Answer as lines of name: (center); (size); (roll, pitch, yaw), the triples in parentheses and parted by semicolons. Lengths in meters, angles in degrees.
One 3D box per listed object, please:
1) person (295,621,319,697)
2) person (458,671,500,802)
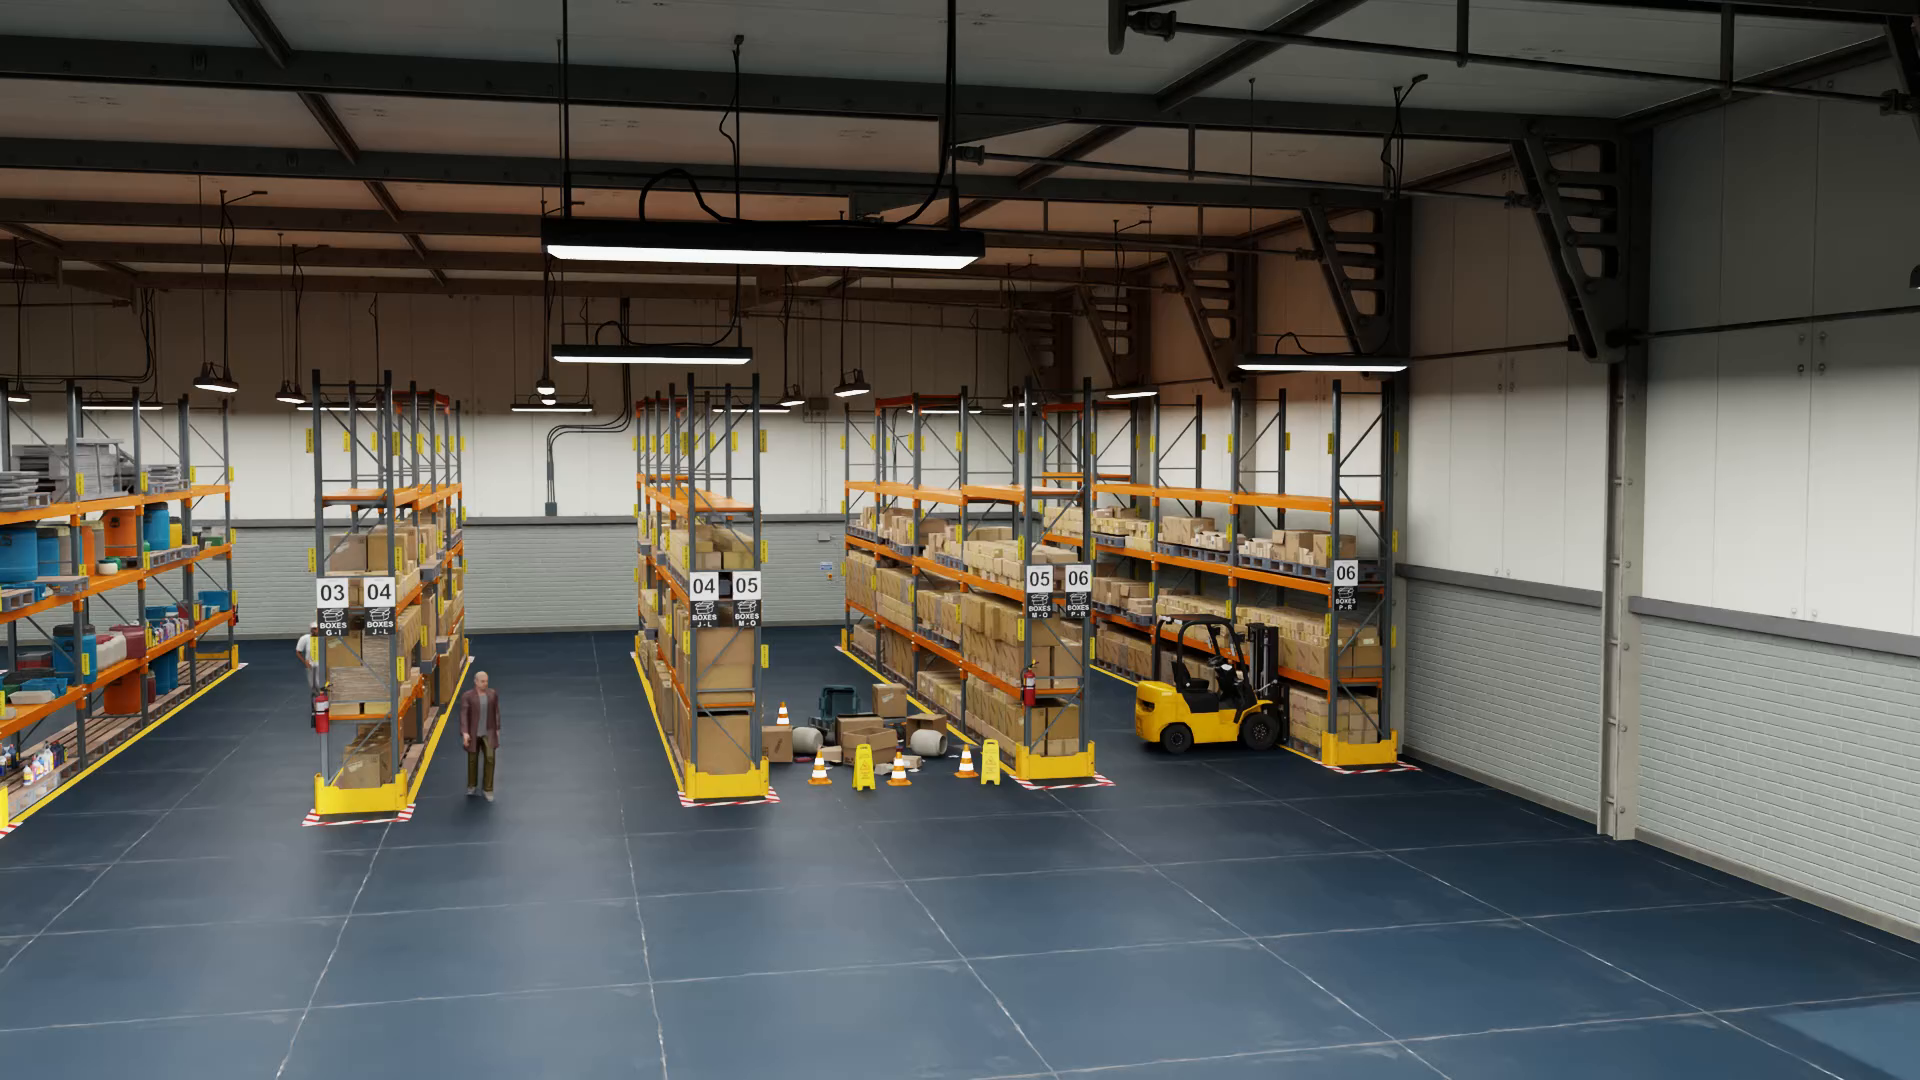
person: (-12.207, 2.349, 31.527); (0.644, 1.667, 0.703); (0, 3, -5)
person: (-6.788, 2.765, 23.544); (0.614, 1.812, 0.721); (-2, 4, -27)
